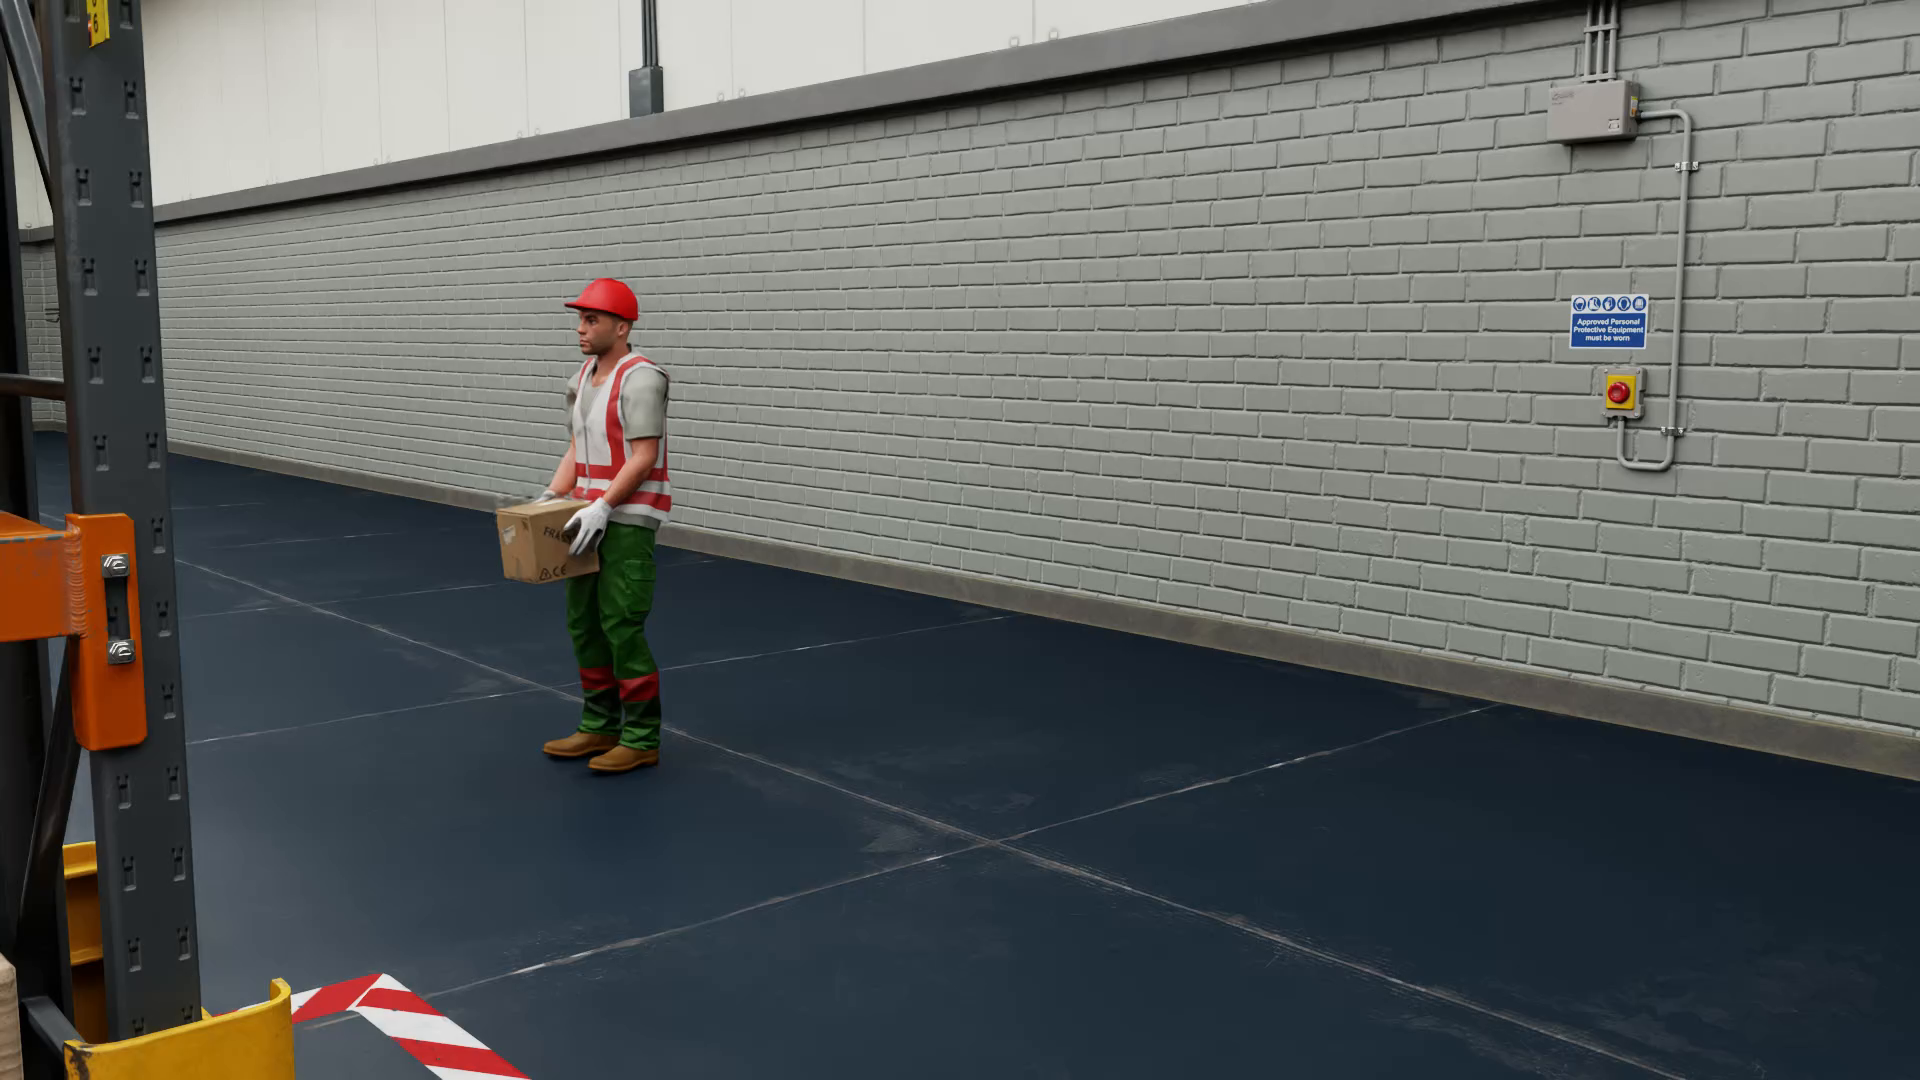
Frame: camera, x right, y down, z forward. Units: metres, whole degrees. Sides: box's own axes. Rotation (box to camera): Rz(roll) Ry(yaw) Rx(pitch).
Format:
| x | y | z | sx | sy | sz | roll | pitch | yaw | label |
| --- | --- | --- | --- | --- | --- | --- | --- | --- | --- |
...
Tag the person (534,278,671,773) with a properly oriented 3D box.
| x | y | z | sx | sy | sz | roll | pitch | yaw | label |
| --- | --- | --- | --- | --- | --- | --- | --- | --- | --- |
| -1.311 | -0.055 | 6.097 | 0.474 | 1.793 | 0.533 | -7 | 10 | -42 | person |
